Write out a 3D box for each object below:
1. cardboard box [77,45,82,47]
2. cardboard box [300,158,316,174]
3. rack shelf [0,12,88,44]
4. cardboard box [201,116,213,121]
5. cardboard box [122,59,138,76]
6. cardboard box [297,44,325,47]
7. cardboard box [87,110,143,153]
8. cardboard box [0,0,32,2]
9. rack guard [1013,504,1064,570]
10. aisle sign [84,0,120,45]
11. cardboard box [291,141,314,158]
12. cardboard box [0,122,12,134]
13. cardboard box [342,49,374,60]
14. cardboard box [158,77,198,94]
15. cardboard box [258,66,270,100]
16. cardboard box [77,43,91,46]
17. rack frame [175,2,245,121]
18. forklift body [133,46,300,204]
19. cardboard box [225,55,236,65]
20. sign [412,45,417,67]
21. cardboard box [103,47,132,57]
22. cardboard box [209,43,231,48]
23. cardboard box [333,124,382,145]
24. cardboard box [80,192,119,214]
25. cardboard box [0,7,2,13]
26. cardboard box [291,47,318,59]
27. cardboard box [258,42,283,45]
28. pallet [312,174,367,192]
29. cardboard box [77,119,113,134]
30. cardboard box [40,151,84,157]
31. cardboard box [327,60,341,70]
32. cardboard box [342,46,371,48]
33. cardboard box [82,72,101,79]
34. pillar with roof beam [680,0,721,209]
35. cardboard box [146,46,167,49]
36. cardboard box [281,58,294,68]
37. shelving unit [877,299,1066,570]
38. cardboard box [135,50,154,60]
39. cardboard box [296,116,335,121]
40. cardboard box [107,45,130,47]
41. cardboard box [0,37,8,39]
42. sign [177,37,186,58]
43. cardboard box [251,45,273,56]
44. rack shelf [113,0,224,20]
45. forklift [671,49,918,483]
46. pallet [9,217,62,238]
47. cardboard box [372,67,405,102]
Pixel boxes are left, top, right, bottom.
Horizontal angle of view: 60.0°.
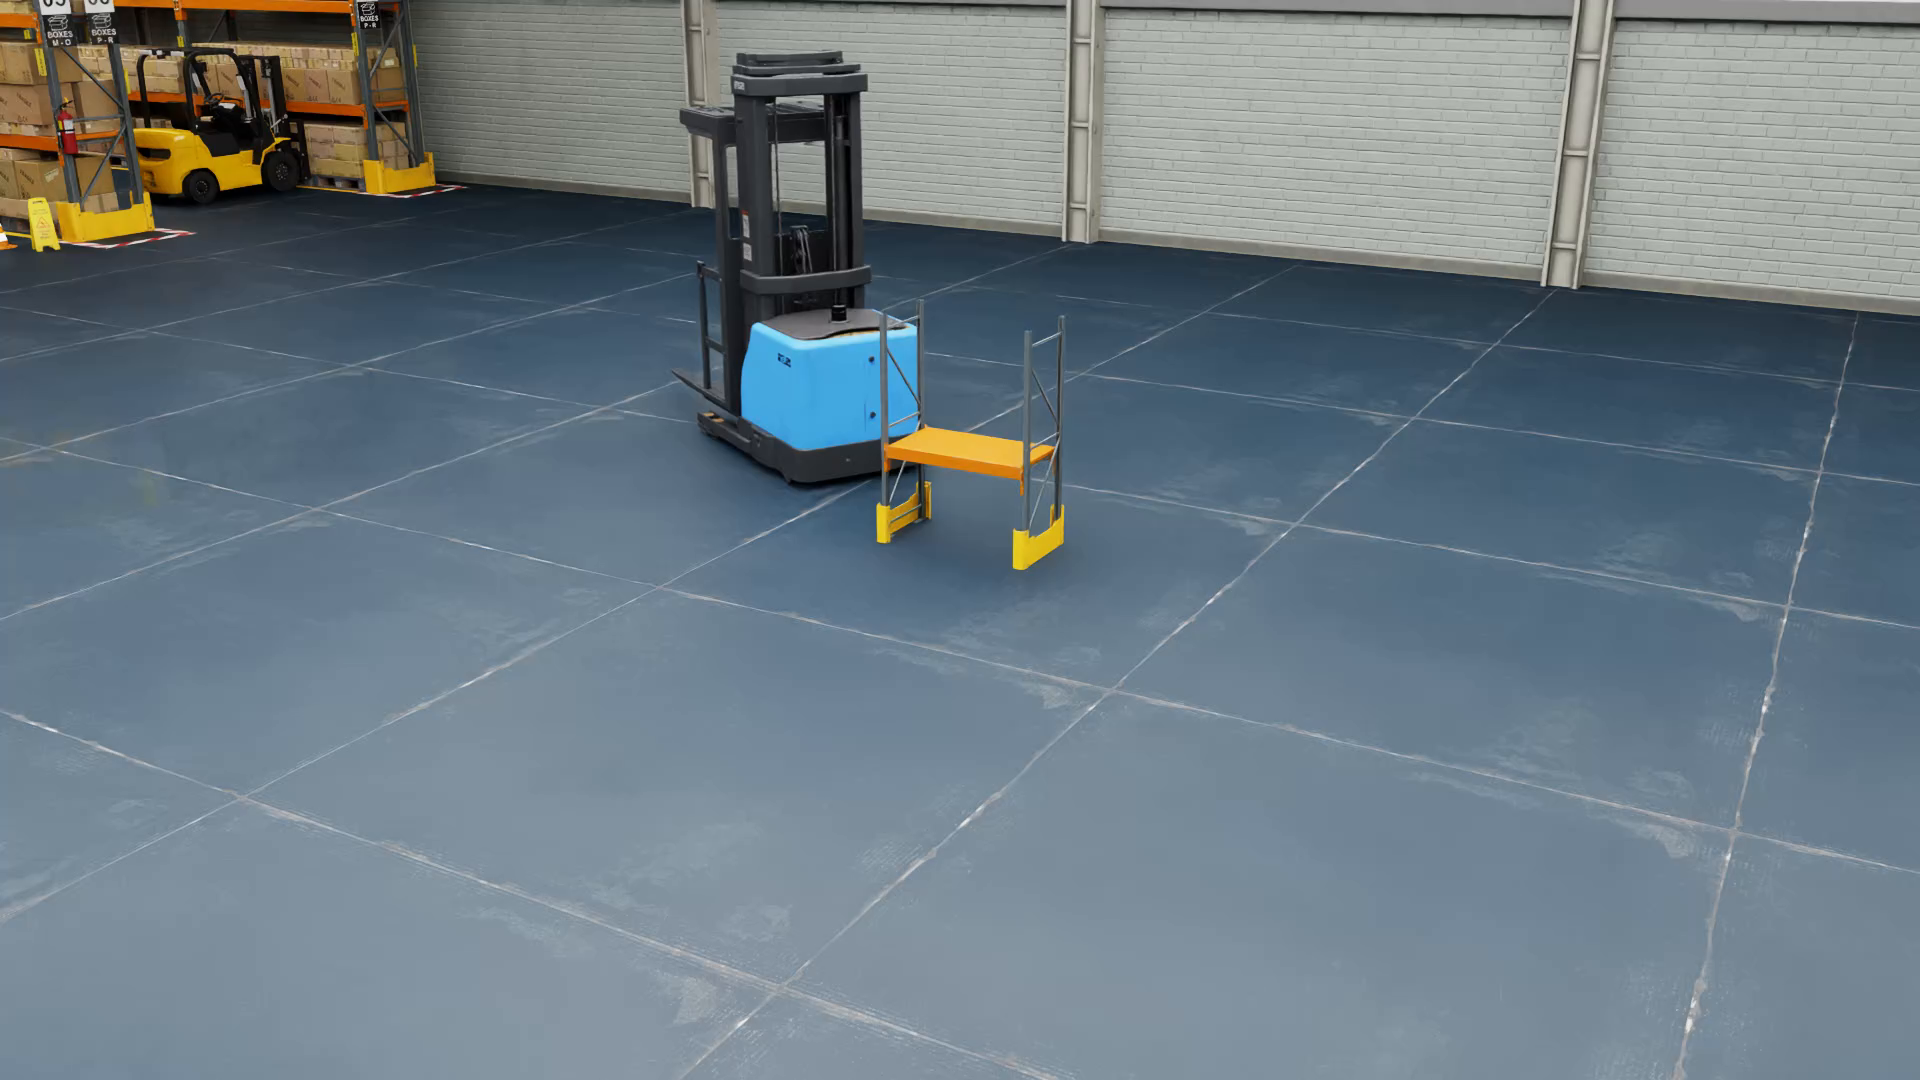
[{"bbox_3d":[-15.125,-8.364,28.426,0.250,0.149,0.380,11,23,29],"label":"cardboard box"},{"bbox_3d":[-10.172,-5.962,26.318,0.500,0.250,0.500,11,23,28],"label":"cardboard box"},{"bbox_3d":[-12.909,-6.828,21.945,4.000,0.370,1.077,11,23,27],"label":"rack shelf"},{"bbox_3d":[-11.969,-6.768,27.074,0.500,0.250,0.500,10,22,26],"label":"cardboard box"},{"bbox_3d":[-13.687,-7.907,27.751,0.500,0.250,0.500,11,23,28],"label":"cardboard box"},{"bbox_3d":[-10.271,-7.778,26.376,0.250,0.149,0.380,11,23,28],"label":"cardboard box"},{"bbox_3d":[-14.618,-7.099,28.903,0.625,0.625,0.875,12,23,29],"label":"cardboard box"},{"bbox_3d":[-11.742,-6.907,20.894,0.500,0.250,0.500,10,22,27],"label":"cardboard box"},{"bbox_3d":[0.501,-0.022,10.559,0.087,0.250,0.587,11,23,27],"label":"rack guard"},{"bbox_3d":[-10.958,-6.727,21.200,0.004,0.787,0.394,11,23,27],"label":"aisle sign"},{"bbox_3d":[-10.217,-6.195,26.229,0.500,0.250,0.500,10,22,26],"label":"cardboard box"},{"bbox_3d":[-12.322,-5.396,21.709,0.250,0.149,0.380,11,23,28],"label":"cardboard box"},{"bbox_3d":[-9.161,-7.390,25.305,0.250,0.149,0.380,11,23,27],"label":"cardboard box"},{"bbox_3d":[-12.806,-7.502,27.368,0.500,0.250,0.500,11,23,29],"label":"cardboard box"},{"bbox_3d":[-10.644,-7.207,26.187,0.500,0.500,0.500,11,23,28],"label":"cardboard box"},{"bbox_3d":[-15.347,-8.590,29.049,0.250,0.149,0.380,12,23,29],"label":"cardboard box"},{"bbox_3d":[-12.238,-7.567,27.326,0.127,3.000,1.000,11,23,27],"label":"rack frame"},{"bbox_3d":[-11.291,-6.275,25.009,1.214,2.155,2.313,11,23,27],"label":"forklift body"},{"bbox_3d":[-11.441,-7.647,26.448,0.250,0.149,0.380,11,23,28],"label":"cardboard box"},{"bbox_3d":[-8.470,-7.510,25.784,0.005,0.325,0.100,11,23,27],"label":"sign"},{"bbox_3d":[-14.189,-8.217,28.021,0.250,0.149,0.380,11,23,27],"label":"cardboard box"},{"bbox_3d":[-11.823,-7.906,26.727,0.250,0.149,0.380,11,23,28],"label":"cardboard box"},{"bbox_3d":[-9.300,-6.260,25.674,0.500,0.250,0.500,12,23,29],"label":"cardboard box"},{"bbox_3d":[-11.733,-4.544,22.411,0.500,0.250,0.500,11,22,27],"label":"cardboard box"},{"bbox_3d":[-12.060,-6.777,21.119,0.250,0.149,0.380,12,23,29],"label":"cardboard box"},{"bbox_3d":[-10.096,-7.531,25.694,0.250,0.149,0.380,11,23,29],"label":"cardboard box"},{"bbox_3d":[-11.127,-7.978,26.926,0.250,0.149,0.380,10,22,26],"label":"cardboard box"},{"bbox_3d":[-9.434,-5.705,26.284,1.213,0.211,1.003,11,23,27],"label":"pallet"},{"bbox_3d":[-11.359,-5.423,21.785,0.250,0.149,0.380,11,23,28],"label":"cardboard box"},{"bbox_3d":[-12.212,-4.986,22.530,0.500,0.500,0.500,10,22,25],"label":"cardboard box"},{"bbox_3d":[-9.423,-7.261,25.386,0.250,0.149,0.380,11,23,28],"label":"cardboard box"},{"bbox_3d":[-9.384,-7.606,25.900,0.250,0.149,0.380,11,23,28],"label":"cardboard box"},{"bbox_3d":[-14.572,-7.846,28.316,0.500,0.250,0.500,10,22,26],"label":"cardboard box"},{"bbox_3d":[-5.776,-7.826,19.244,0.400,9.000,9.100,11,23,27],"label":"pillar with roof beam"},{"bbox_3d":[-13.527,-8.269,28.163,0.250,0.149,0.380,11,22,27],"label":"cardboard box"},{"bbox_3d":[-10.317,-7.434,25.862,0.250,0.149,0.380,11,23,28],"label":"cardboard box"},{"bbox_3d":[0.067,-0.692,10.574,1.083,1.500,0.587,11,23,27],"label":"shelving unit"},{"bbox_3d":[-13.361,-8.008,27.443,0.250,0.149,0.380,10,22,26],"label":"cardboard box"},{"bbox_3d":[-10.387,-6.668,26.799,0.500,0.250,0.500,10,22,26],"label":"cardboard box"},{"bbox_3d":[-14.430,-8.432,28.613,0.250,0.149,0.380,11,22,27],"label":"cardboard box"},{"bbox_3d":[-13.017,-6.365,21.964,0.500,0.500,0.700,11,22,27],"label":"cardboard box"},{"bbox_3d":[-12.494,-7.911,26.692,0.005,0.325,0.100,11,23,27],"label":"sign"},{"bbox_3d":[-10.941,-7.727,26.232,0.250,0.149,0.380,11,23,27],"label":"cardboard box"},{"bbox_3d":[-13.984,-8.971,27.854,4.000,0.370,1.077,11,23,27],"label":"rack shelf"},{"bbox_3d":[-1.426,-2.238,12.736,1.130,2.935,3.031,-11,23,-28],"label":"forklift"},{"bbox_3d":[-11.922,-4.271,22.329,1.213,0.211,1.003,11,23,27],"label":"pallet"},{"bbox_3d":[-9.043,-7.114,25.930,0.500,0.500,0.500,12,23,29],"label":"cardboard box"}]
